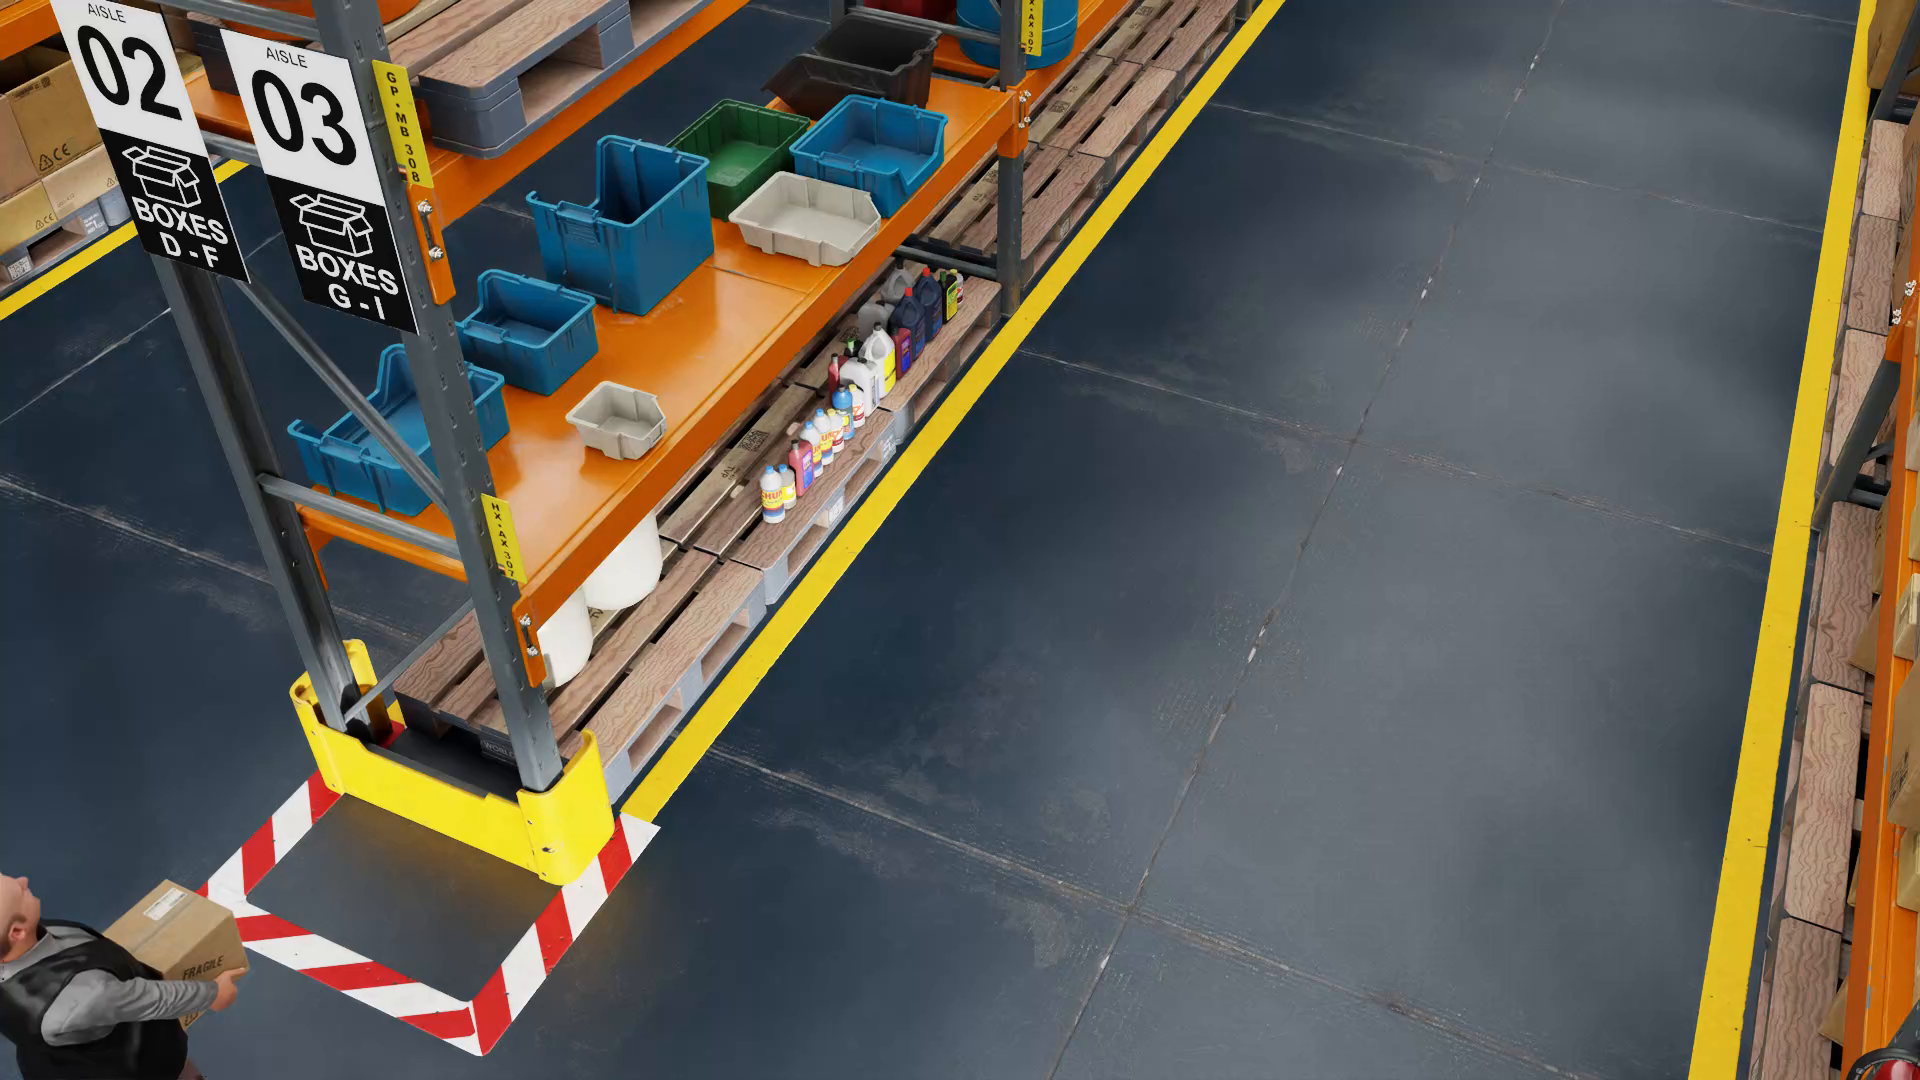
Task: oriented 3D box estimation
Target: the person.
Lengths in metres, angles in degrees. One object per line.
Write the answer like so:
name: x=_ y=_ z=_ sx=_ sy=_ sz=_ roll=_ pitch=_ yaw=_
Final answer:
person: x=-2.289 y=1.387 z=4.629 sx=0.494 sy=1.711 sz=0.551 roll=18 pitch=45 yaw=19
